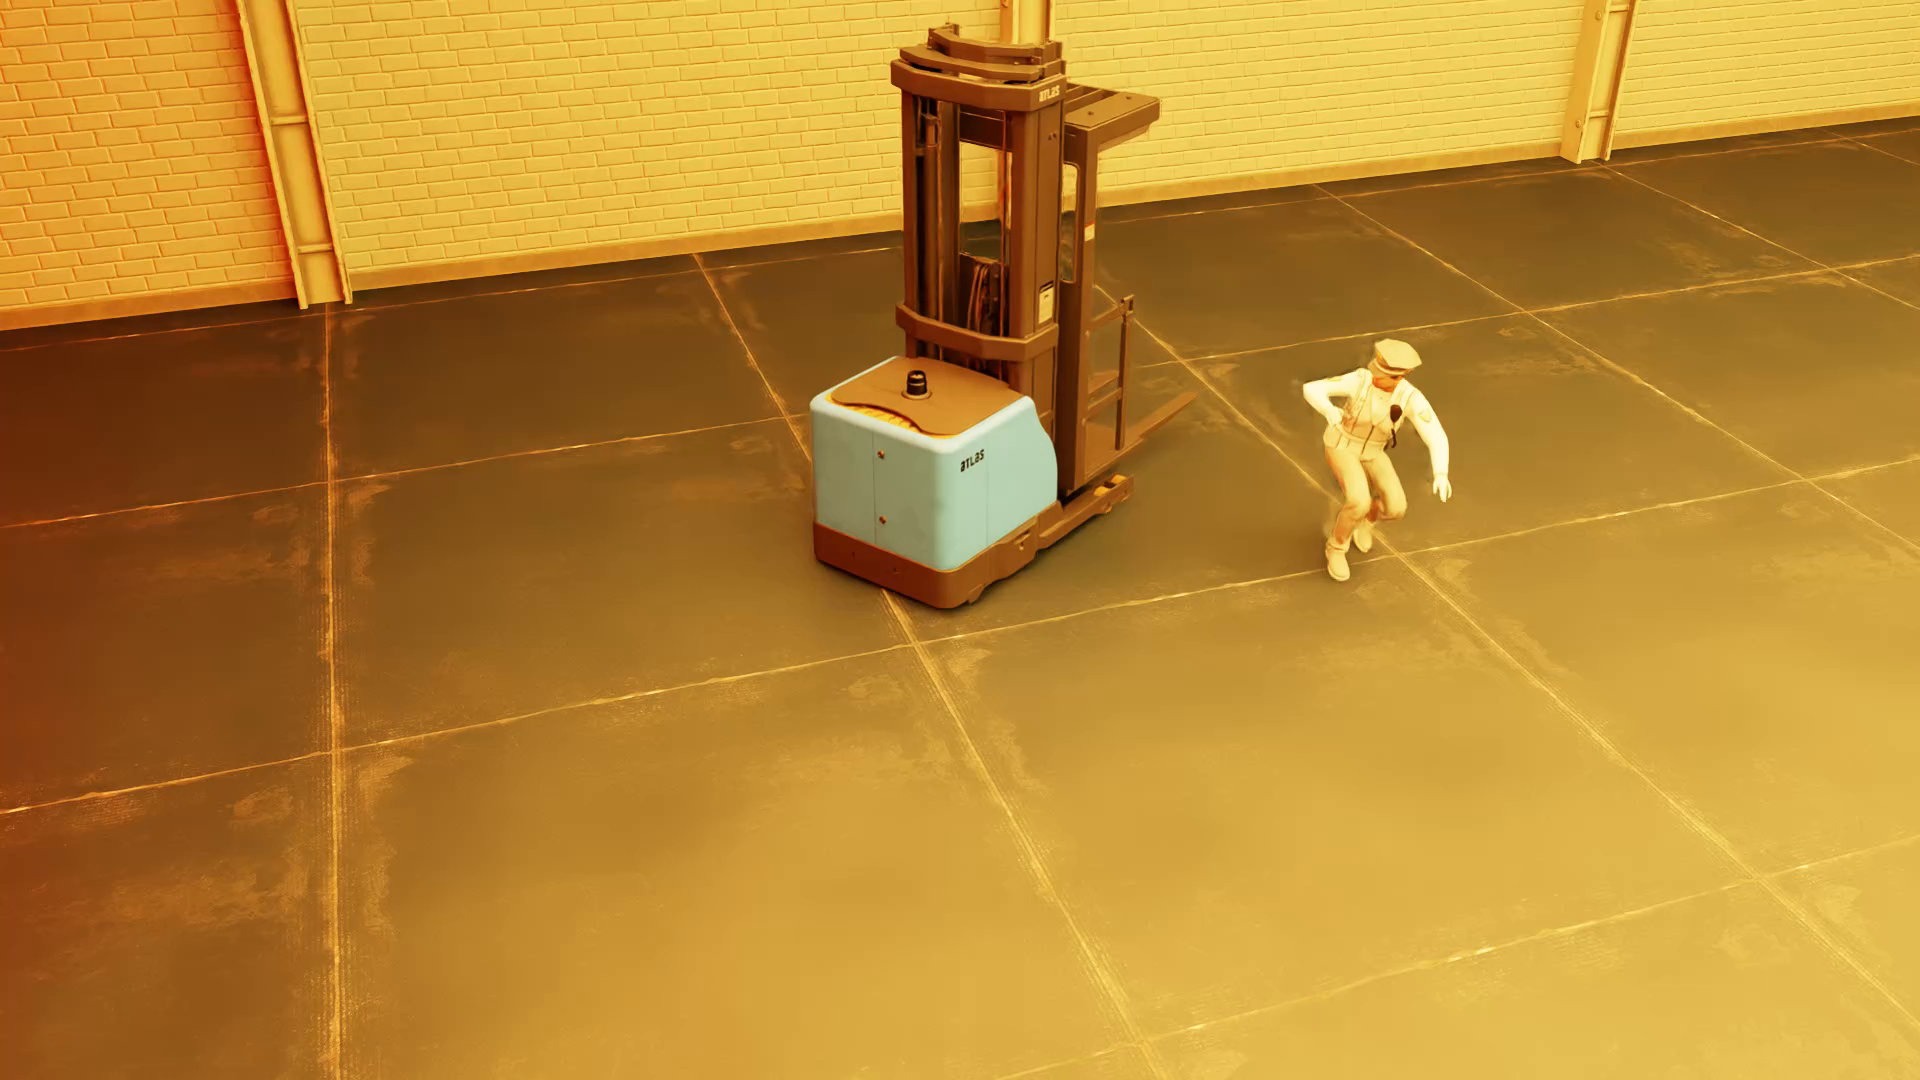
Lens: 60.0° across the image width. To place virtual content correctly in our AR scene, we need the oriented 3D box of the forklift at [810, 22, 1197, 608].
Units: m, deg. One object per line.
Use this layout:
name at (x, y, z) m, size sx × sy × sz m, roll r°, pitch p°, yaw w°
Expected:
forklift at (0.434, -1.566, 9.809) m, size 1.130 × 2.935 × 3.031 m, roll 21°, pitch 36°, yaw 31°

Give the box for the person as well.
person at (2.317, -0.432, 9.378) m, size 0.729 × 1.394 × 0.906 m, roll -4°, pitch 30°, yaw -7°
